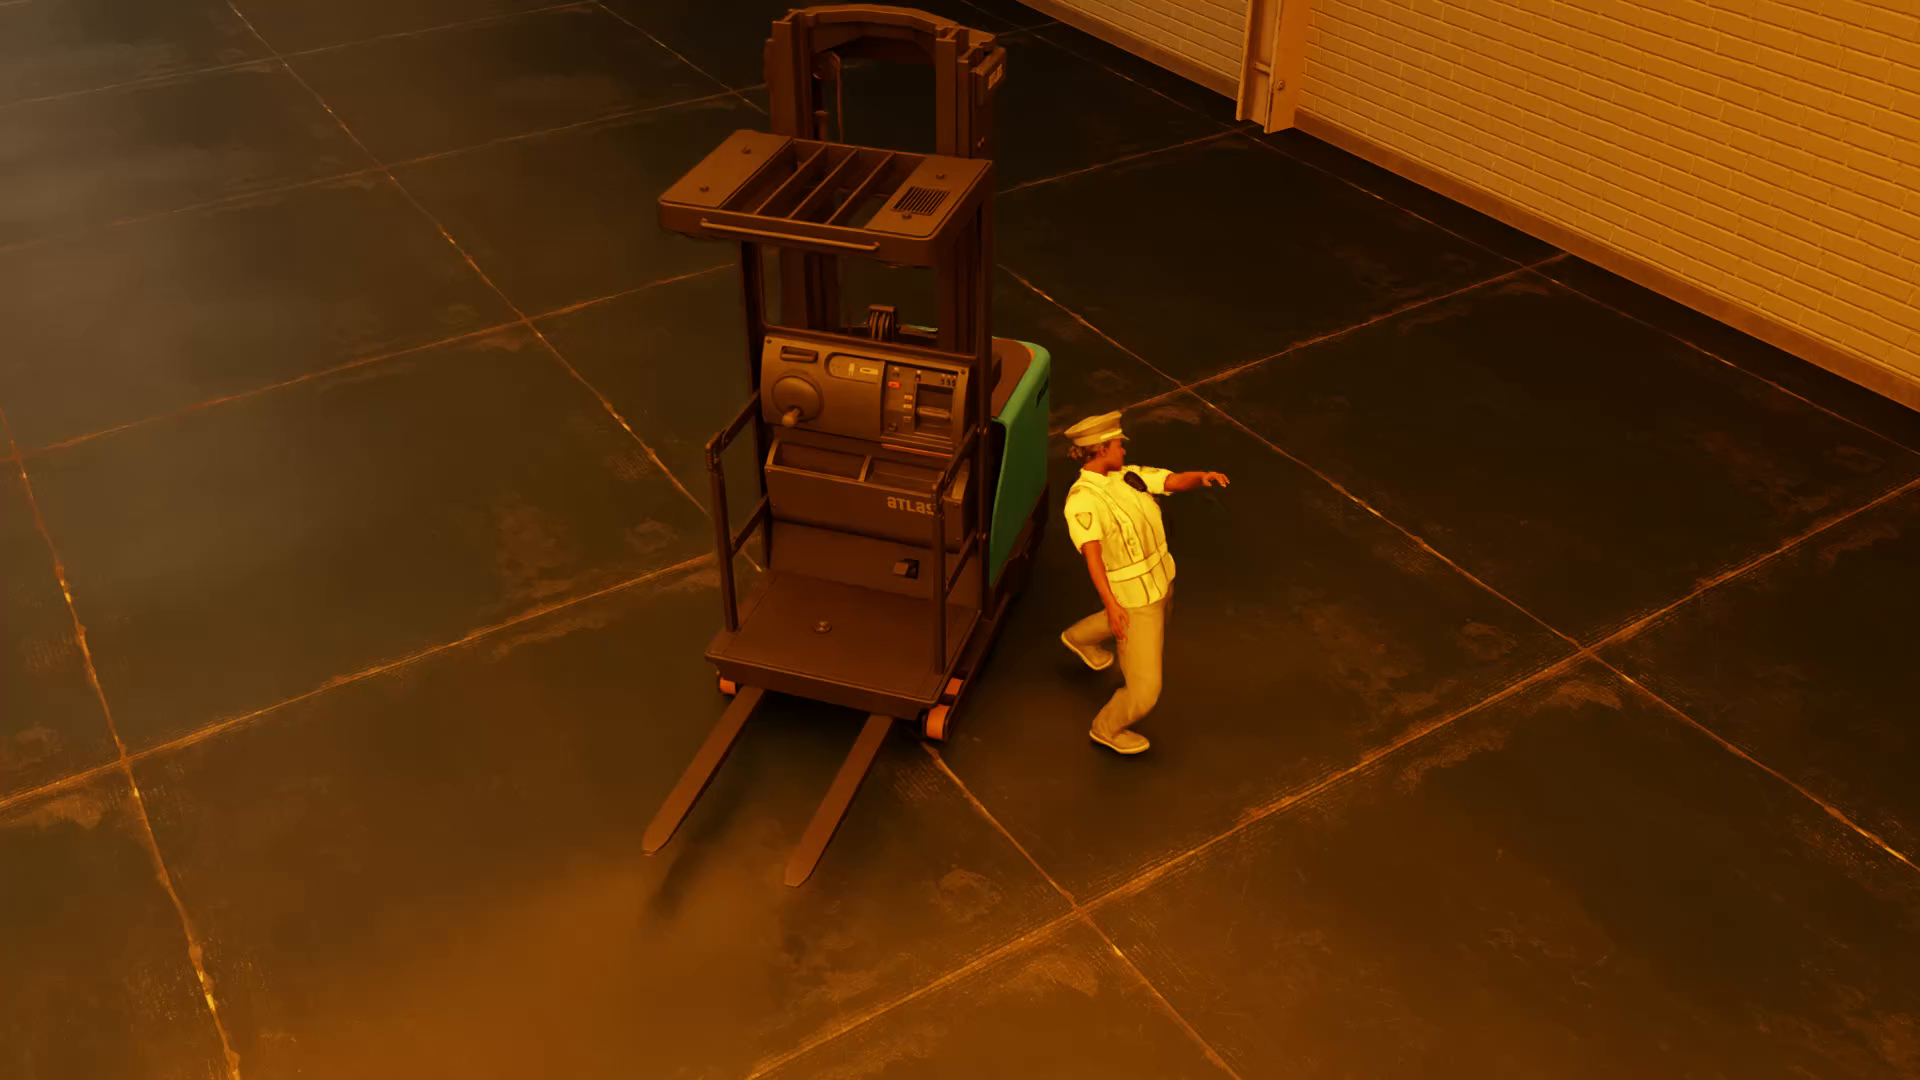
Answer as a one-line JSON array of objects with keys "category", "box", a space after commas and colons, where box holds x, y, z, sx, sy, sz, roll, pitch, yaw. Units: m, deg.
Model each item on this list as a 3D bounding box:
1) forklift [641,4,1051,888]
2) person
[{"category": "forklift", "box": [-0.477, -0.565, 6.952, 1.130, 2.935, 3.031, 11, 36, 15]}, {"category": "person", "box": [0.693, 0.261, 7.016, 0.749, 1.450, 0.967, 11, 37, 15]}]
